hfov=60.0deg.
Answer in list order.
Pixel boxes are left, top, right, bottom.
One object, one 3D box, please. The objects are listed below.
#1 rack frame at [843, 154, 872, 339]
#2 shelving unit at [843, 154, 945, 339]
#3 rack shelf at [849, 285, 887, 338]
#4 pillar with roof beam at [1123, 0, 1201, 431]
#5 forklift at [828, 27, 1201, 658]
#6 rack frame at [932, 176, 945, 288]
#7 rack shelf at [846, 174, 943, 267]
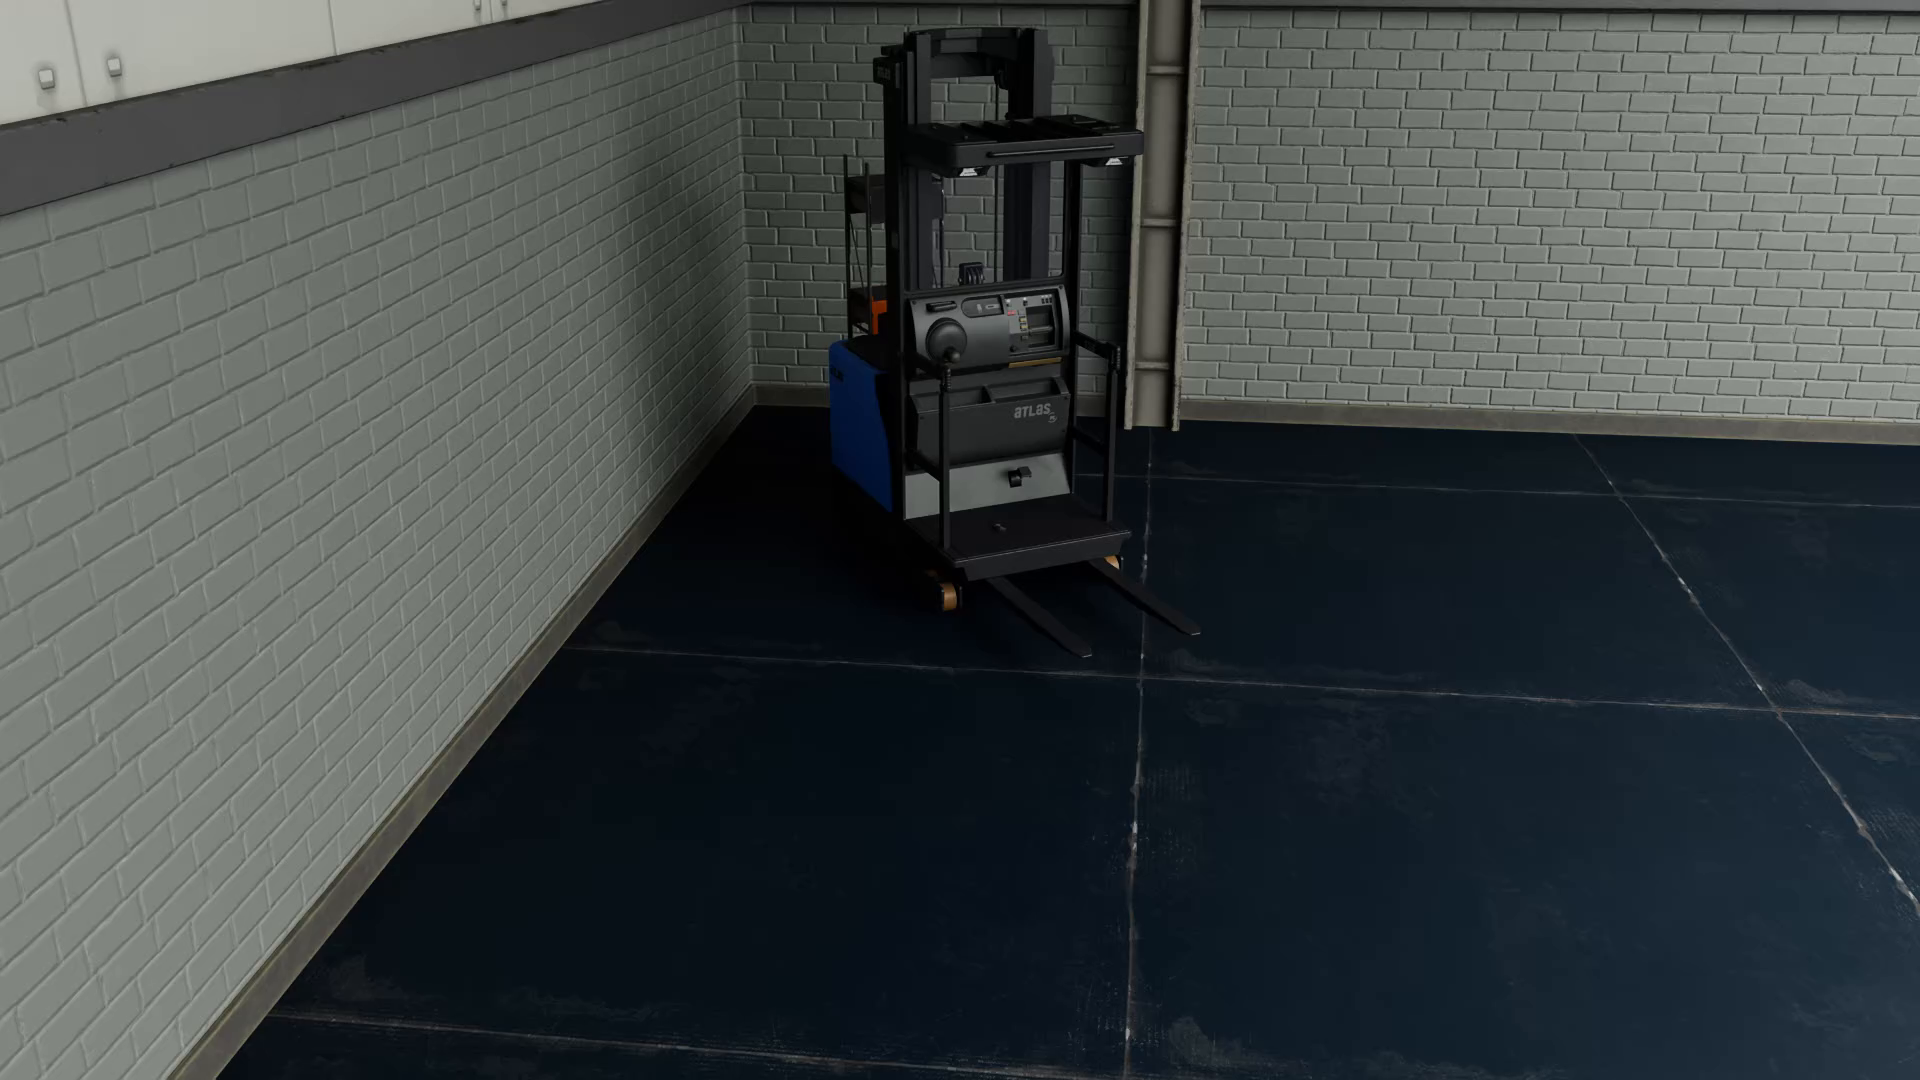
[{"bbox_3d":[-0.630,-1.332,10.454,0.015,2.100,0.400,-9,23,-23],"label":"rack frame"},{"bbox_3d":[-0.408,-1.369,10.548,0.503,2.100,0.431,-9,23,-23],"label":"shelving unit"},{"bbox_3d":[-0.408,-1.357,10.553,0.480,0.518,0.431,-9,23,-23],"label":"rack shelf"},{"bbox_3d":[0.883,-3.459,6.450,0.400,9.000,9.100,2,22,6],"label":"pillar with roof beam"},{"bbox_3d":[0.257,-1.155,8.874,1.130,2.935,3.031,-9,23,-23],"label":"forklift"},{"bbox_3d":[-0.186,-1.406,10.642,0.015,2.100,0.400,-9,23,-23],"label":"rack frame"},{"bbox_3d":[-0.408,-2.008,10.295,0.480,0.518,0.431,-9,23,-23],"label":"rack shelf"}]
